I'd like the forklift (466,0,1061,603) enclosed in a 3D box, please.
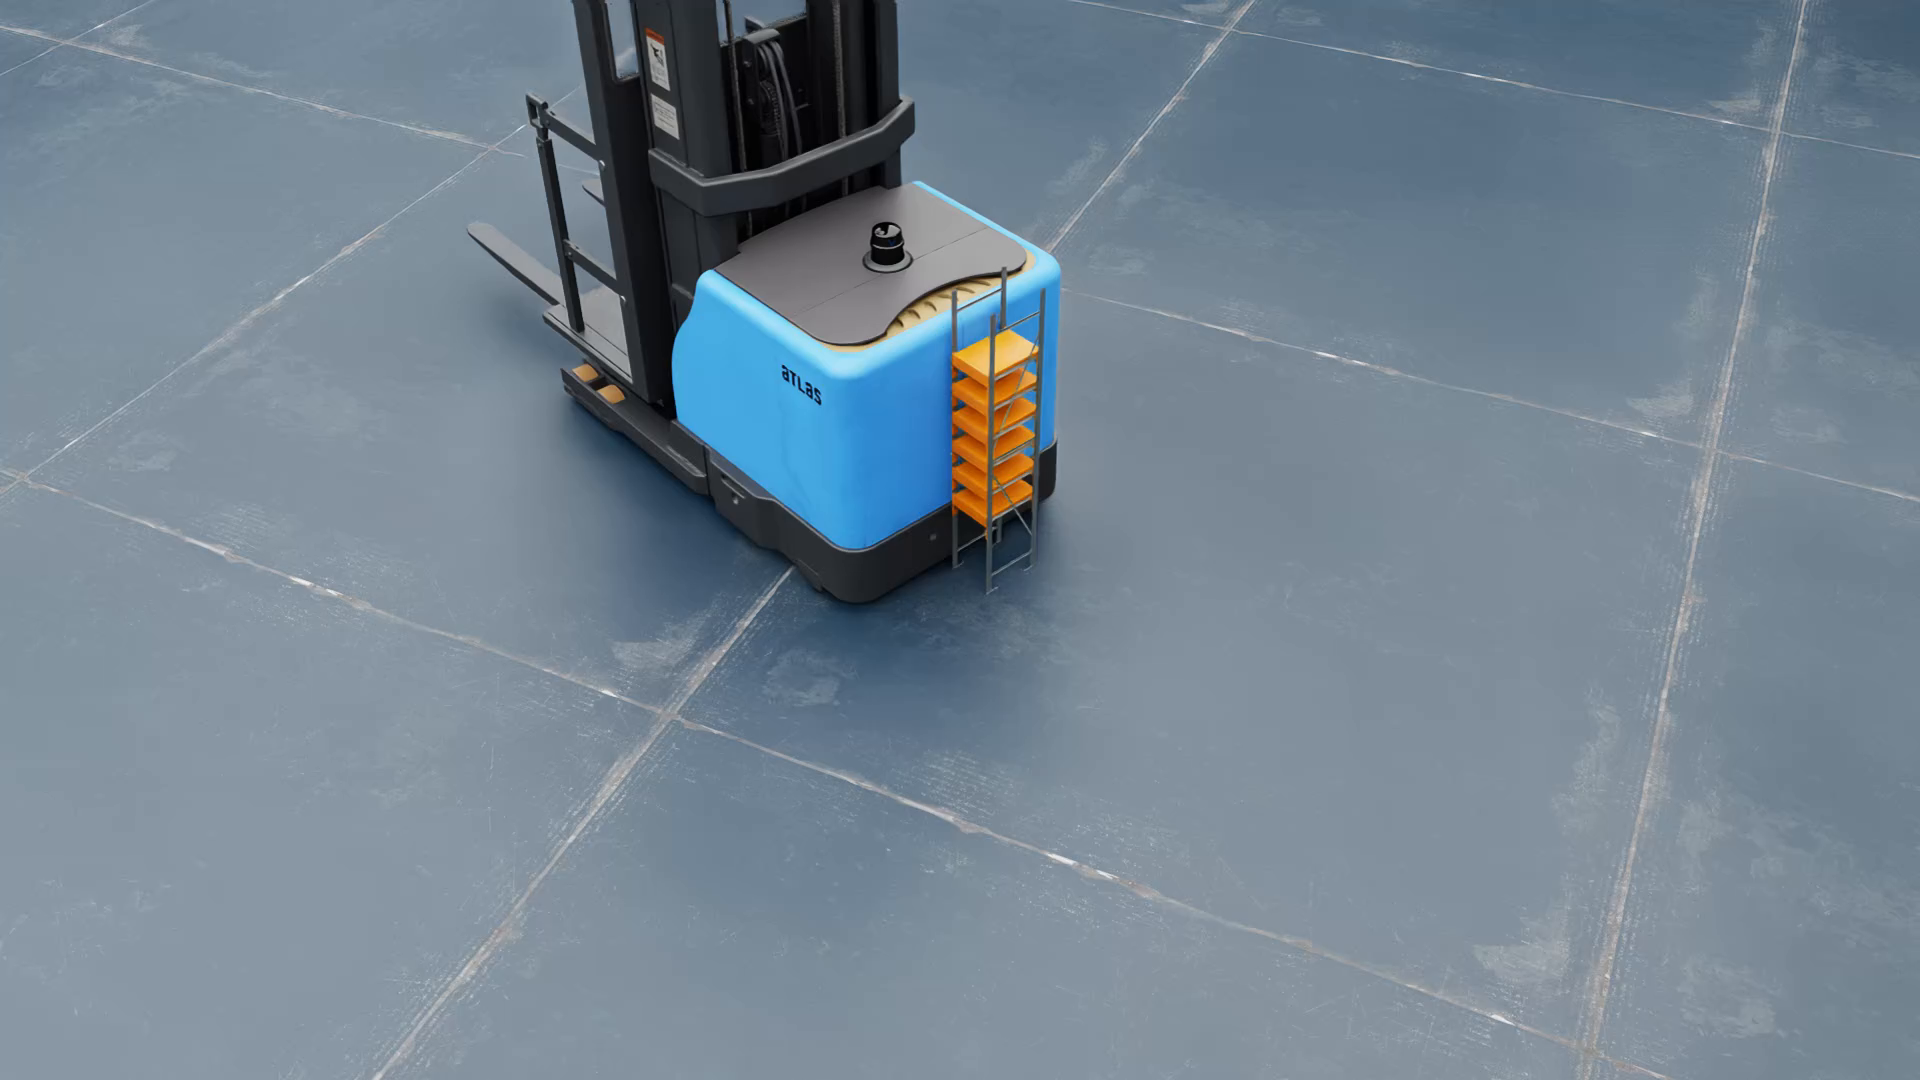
[{"bbox_3d":[-0.989,-1.770,6.054,1.130,2.935,3.031,-30,49,-30],"label":"forklift"}]

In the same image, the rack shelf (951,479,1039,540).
[{"bbox_3d":[0.124,-0.136,5.925,0.258,0.103,0.180,-30,49,-30],"label":"rack shelf"}]

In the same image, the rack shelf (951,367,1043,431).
[{"bbox_3d":[0.124,-0.499,5.611,0.258,0.103,0.180,-30,49,-30],"label":"rack shelf"}]

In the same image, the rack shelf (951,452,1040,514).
[{"bbox_3d":[0.124,-0.227,5.847,0.258,0.103,0.180,-30,49,-30],"label":"rack shelf"}]

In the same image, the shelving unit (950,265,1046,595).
[{"bbox_3d":[0.124,-0.351,5.739,0.258,1.200,0.189,-30,49,-30],"label":"shelving unit"}]

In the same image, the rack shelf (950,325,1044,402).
[{"bbox_3d":[0.124,-0.589,5.532,0.258,0.103,0.180,-30,49,-30],"label":"rack shelf"}]

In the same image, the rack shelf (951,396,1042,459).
[{"bbox_3d":[0.124,-0.408,5.689,0.258,0.103,0.180,-30,49,-30],"label":"rack shelf"}]

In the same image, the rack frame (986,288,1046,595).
[{"bbox_3d":[0.185,-0.306,5.687,0.240,1.200,0.006,-30,49,-30],"label":"rack frame"}]

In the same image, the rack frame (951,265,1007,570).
[{"bbox_3d":[0.063,-0.396,5.790,0.240,1.200,0.006,-30,49,-30],"label":"rack frame"}]

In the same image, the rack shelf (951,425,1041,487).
[{"bbox_3d":[0.124,-0.317,5.768,0.258,0.103,0.180,-30,49,-30],"label":"rack shelf"}]
